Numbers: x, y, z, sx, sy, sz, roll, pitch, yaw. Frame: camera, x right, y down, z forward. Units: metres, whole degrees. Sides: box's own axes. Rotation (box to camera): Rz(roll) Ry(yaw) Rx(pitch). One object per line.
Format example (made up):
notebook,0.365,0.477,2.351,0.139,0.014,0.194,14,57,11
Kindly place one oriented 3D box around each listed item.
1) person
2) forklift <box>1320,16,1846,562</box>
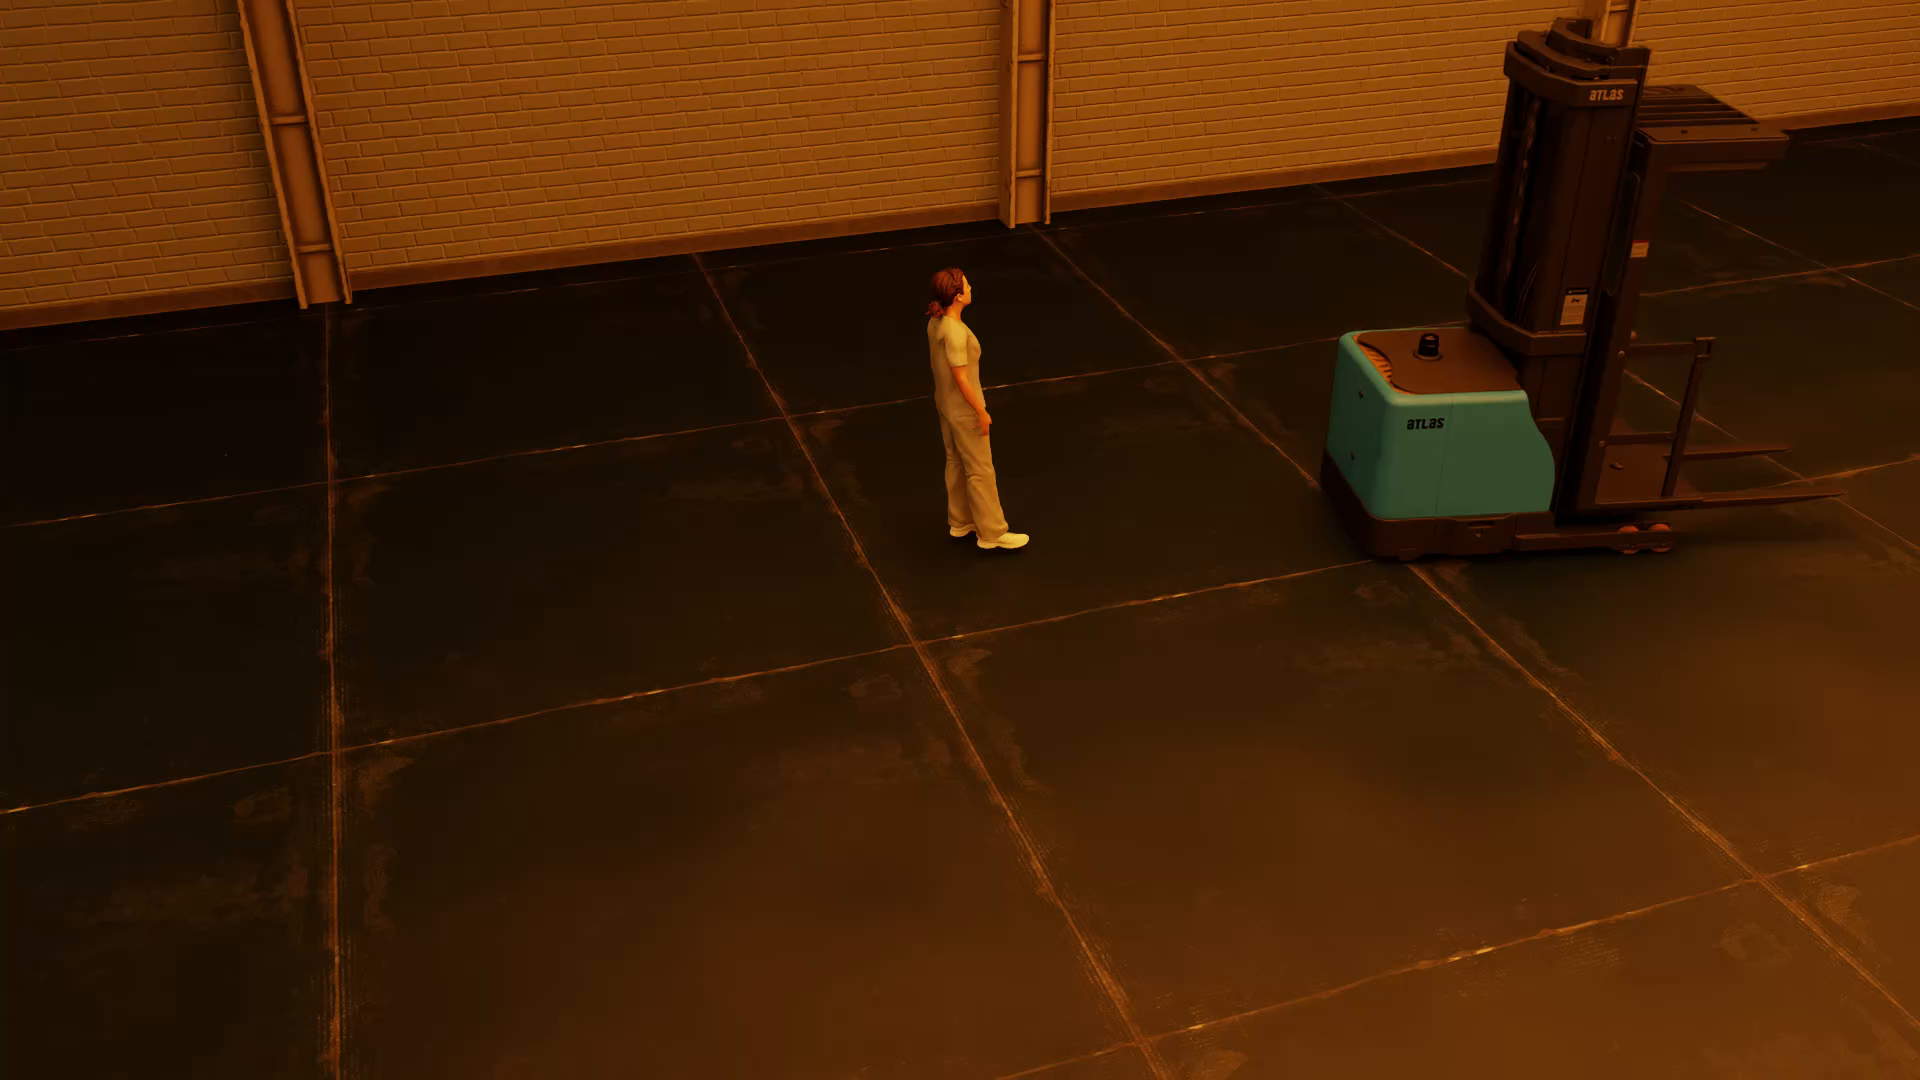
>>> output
person,0.074,-0.773,9.593,0.547,1.673,0.549,-10,31,-16
forklift,3.830,-1.447,9.602,3.031,2.935,1.130,-3,30,-5
